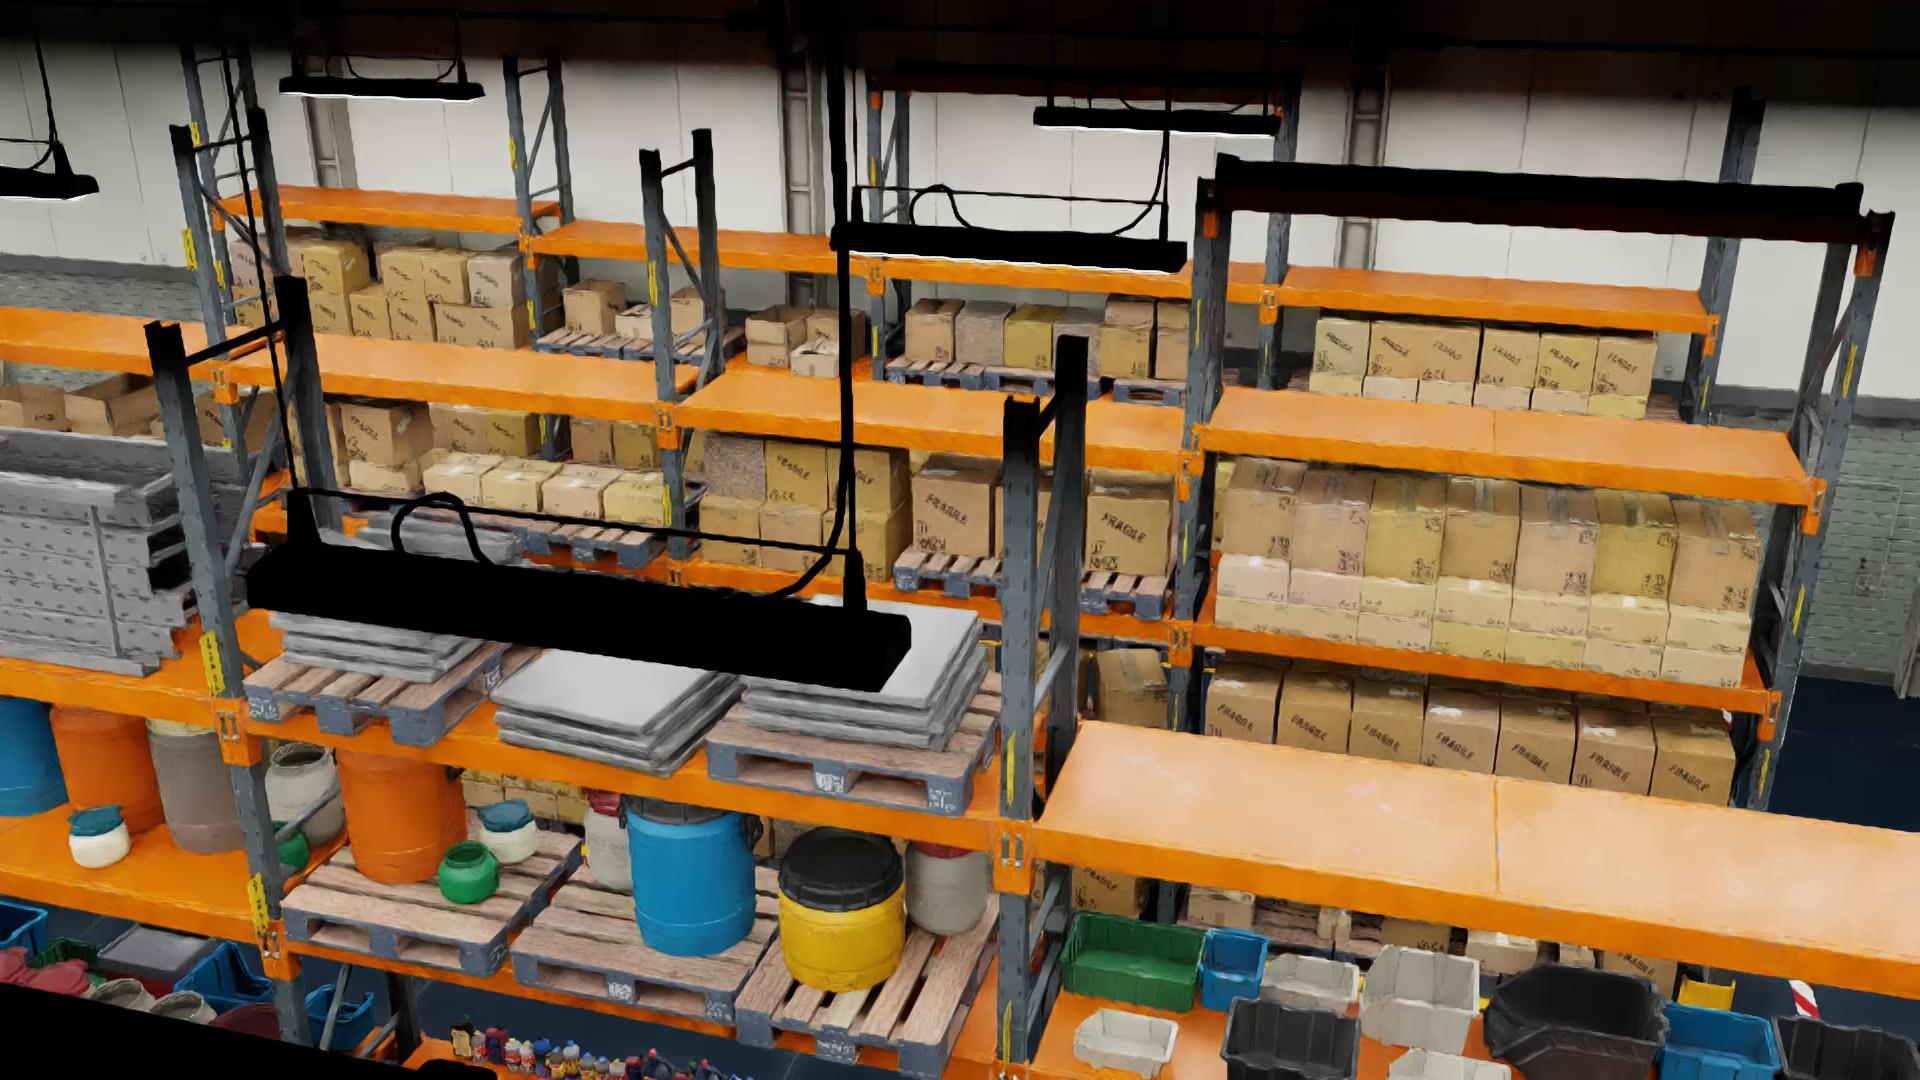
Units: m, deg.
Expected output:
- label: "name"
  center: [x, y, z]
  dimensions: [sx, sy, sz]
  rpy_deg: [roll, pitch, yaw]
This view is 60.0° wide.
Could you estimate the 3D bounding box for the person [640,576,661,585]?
- label: "person"
  center: [-2.869, 1.062, 16.036]
  dimensions: [1.126, 1.645, 0.542]
  rpy_deg: [7, 24, 17]
